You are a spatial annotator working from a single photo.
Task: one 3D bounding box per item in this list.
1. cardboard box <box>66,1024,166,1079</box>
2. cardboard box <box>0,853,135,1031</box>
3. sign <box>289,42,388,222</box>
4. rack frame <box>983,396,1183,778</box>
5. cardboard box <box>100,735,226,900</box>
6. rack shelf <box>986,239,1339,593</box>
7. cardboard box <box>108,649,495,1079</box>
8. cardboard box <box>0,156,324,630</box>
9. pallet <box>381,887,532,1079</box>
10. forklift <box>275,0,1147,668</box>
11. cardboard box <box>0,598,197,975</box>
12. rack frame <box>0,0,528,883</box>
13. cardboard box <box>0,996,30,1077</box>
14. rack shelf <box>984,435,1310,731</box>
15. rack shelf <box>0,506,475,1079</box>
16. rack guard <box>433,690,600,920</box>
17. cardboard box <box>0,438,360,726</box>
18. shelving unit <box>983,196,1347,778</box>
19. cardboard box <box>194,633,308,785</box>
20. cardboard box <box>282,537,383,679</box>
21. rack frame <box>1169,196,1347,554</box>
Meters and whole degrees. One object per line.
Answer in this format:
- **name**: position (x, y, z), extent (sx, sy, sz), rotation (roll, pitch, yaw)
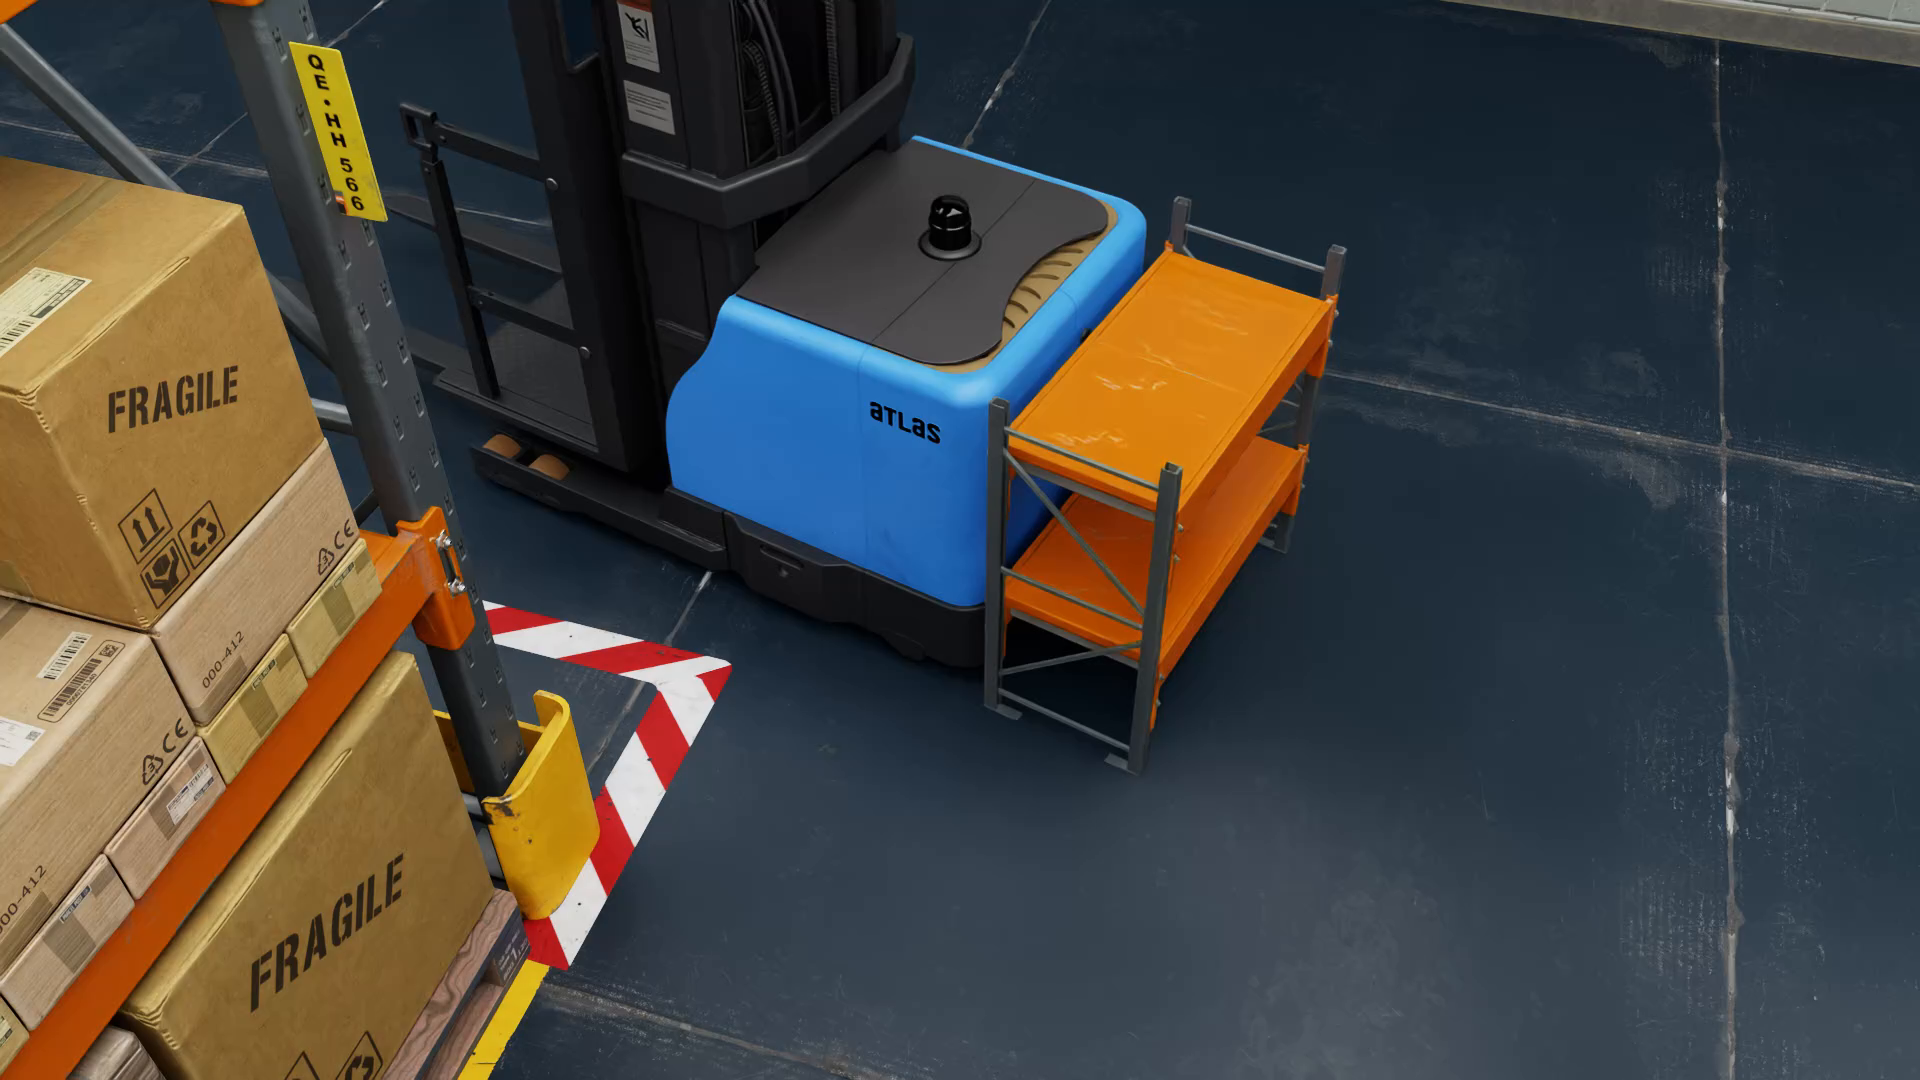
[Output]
- **cardboard box**: position (-1.955, 1.350, 2.944), extent (0.875, 0.875, 0.875), rotation (13, 46, 13)
- **cardboard box**: position (-1.587, 0.596, 2.676), extent (0.380, 0.149, 0.250), rotation (13, 46, 13)
- **sign**: position (-1.049, -0.683, 2.806), extent (0.100, 0.325, 0.005), rotation (13, 46, 13)
- **rack frame**: position (0.290, 0.155, 4.288), extent (0.500, 1.125, 0.032), rotation (23, 49, 22)
- **cardboard box**: position (-1.511, 0.429, 2.846), extent (0.380, 0.149, 0.250), rotation (13, 46, 13)
- **rack shelf**: position (0.551, -0.360, 4.395), extent (0.538, 0.278, 1.000), rotation (23, 49, 22)
- **cardboard box**: position (-1.680, 0.744, 3.564), extent (0.875, 0.875, 0.875), rotation (13, 46, 13)
- **cardboard box**: position (-1.459, -0.249, 2.718), extent (0.500, 0.500, 0.500), rotation (13, 46, 13)
- **pallet**: position (-1.730, 1.237, 3.835), extent (1.003, 0.211, 1.213), rotation (13, 46, 13)
- **forklift**: position (-0.991, -1.452, 4.638), extent (3.031, 2.935, 1.130), rotation (22, 49, 21)
- **cardboard box**: position (-1.610, 0.356, 2.637), extent (0.500, 0.250, 0.500), rotation (12, 46, 12)
- **rack frame**: position (-1.562, -0.309, 3.421), extent (1.000, 3.000, 0.127), rotation (13, 46, 13)
- **cardboard box**: position (-1.664, 0.769, 2.499), extent (0.380, 0.149, 0.250), rotation (12, 46, 12)
- **rack shelf**: position (0.551, 0.024, 4.771), extent (0.538, 0.278, 1.000), rotation (23, 49, 22)
- **rack shelf**: position (-2.168, 1.281, 2.310), extent (1.077, 0.370, 4.000), rotation (13, 46, 13)
- **rack guard**: position (-1.555, 0.568, 4.312), extent (1.175, 0.500, 0.348), rotation (13, 46, 13)
- **cardboard box**: position (-1.456, 0.018, 2.982), extent (0.500, 0.250, 0.500), rotation (12, 46, 12)
- **shelving unit**: position (0.551, -0.150, 4.600), extent (0.538, 1.125, 1.048), rotation (23, 49, 22)
- **cardboard box**: position (-1.433, 0.262, 3.018), extent (0.380, 0.149, 0.250), rotation (13, 46, 13)
- **cardboard box**: position (-1.356, 0.088, 3.195), extent (0.380, 0.149, 0.250), rotation (13, 46, 13)
- **rack frame**: position (0.812, -0.456, 4.911), extent (0.500, 1.125, 0.032), rotation (23, 49, 22)
